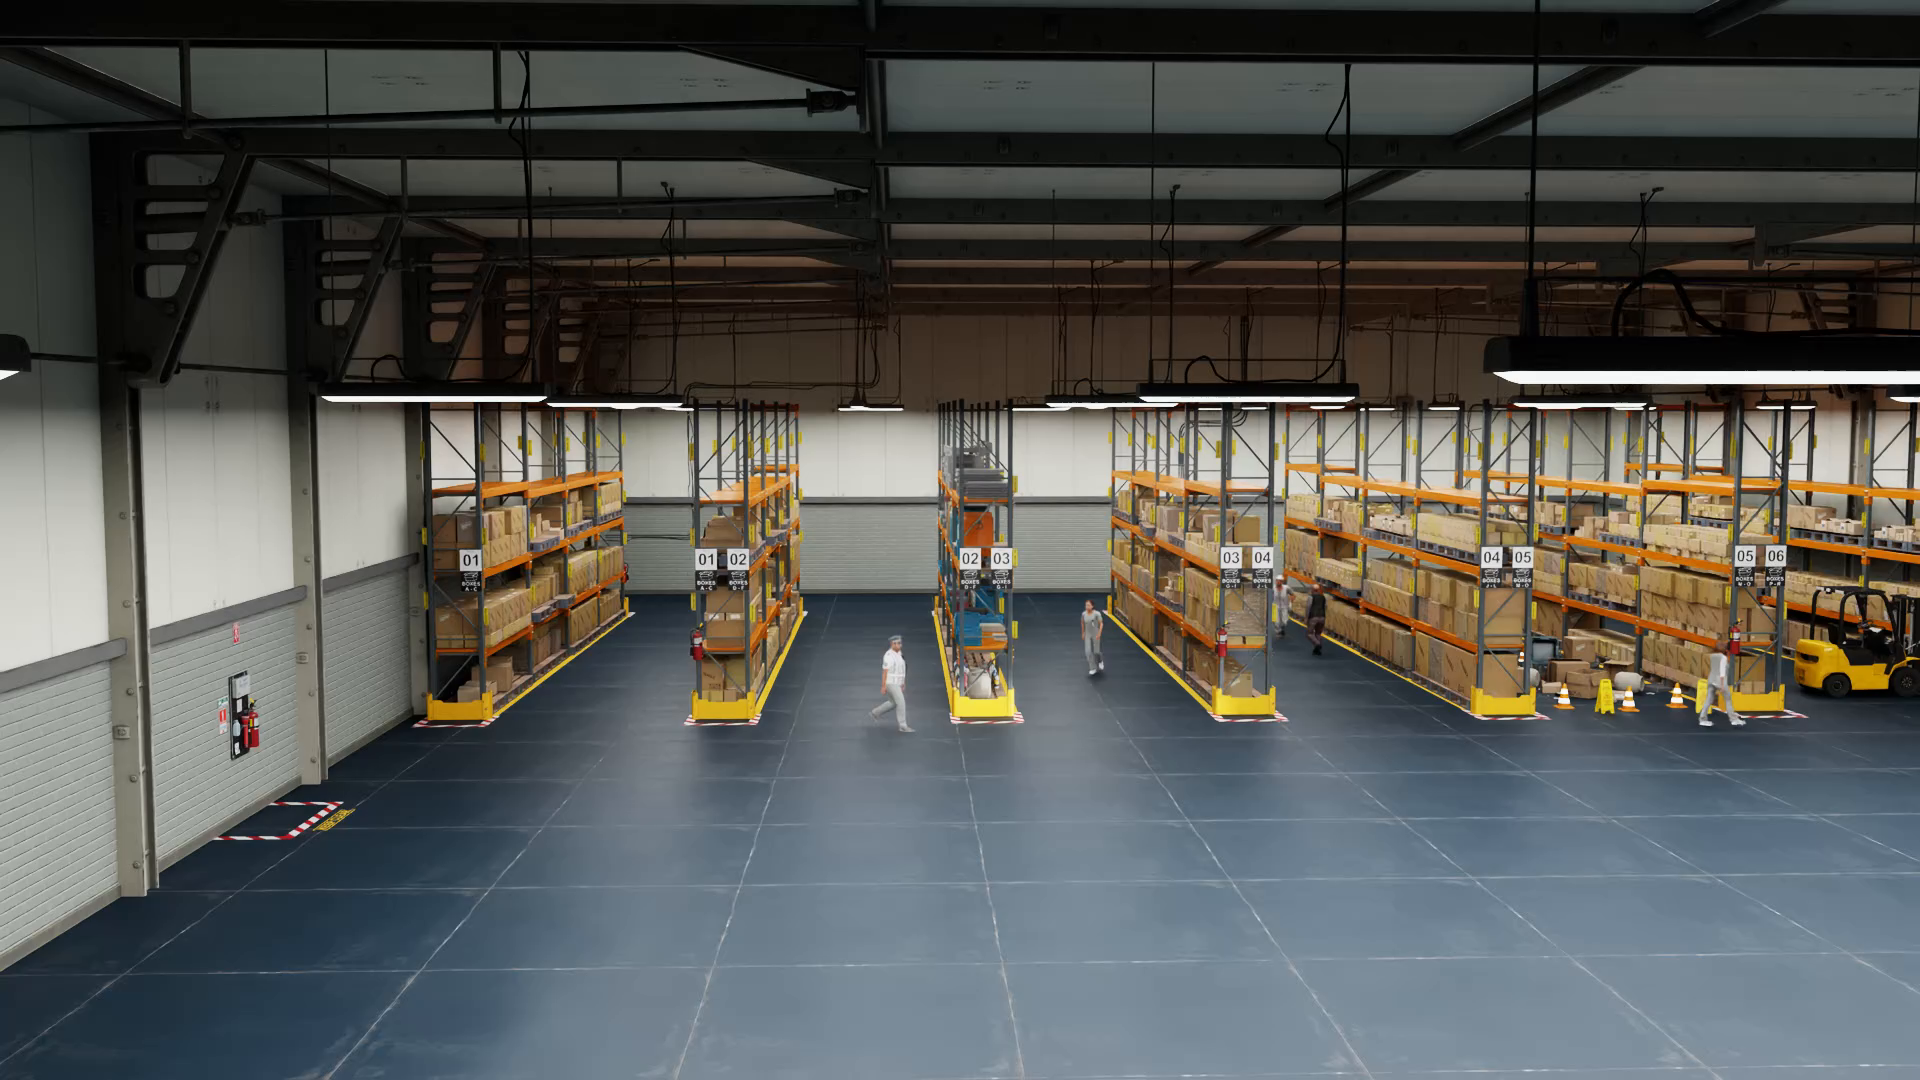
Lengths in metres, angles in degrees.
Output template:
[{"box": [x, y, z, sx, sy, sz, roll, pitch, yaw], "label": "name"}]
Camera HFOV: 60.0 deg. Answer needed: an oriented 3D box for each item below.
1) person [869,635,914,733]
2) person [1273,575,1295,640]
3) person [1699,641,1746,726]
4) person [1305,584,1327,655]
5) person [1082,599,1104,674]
[{"box": [-1.217, 2.572, 30.135, 0.995, 1.710, 0.549, 2, 5, 21], "label": "person"}, {"box": [8.088, 1.709, 41.885, 0.696, 1.683, 0.628, 1, 4, 7], "label": "person"}, {"box": [13.903, 2.617, 30.397, 0.876, 1.549, 0.454, -2, 5, -23], "label": "person"}, {"box": [8.485, 1.897, 39.524, 0.604, 1.664, 0.723, -1, 5, -17], "label": "person"}, {"box": [2.956, 2.114, 36.813, 0.498, 1.645, 0.647, 2, 5, 22], "label": "person"}]
